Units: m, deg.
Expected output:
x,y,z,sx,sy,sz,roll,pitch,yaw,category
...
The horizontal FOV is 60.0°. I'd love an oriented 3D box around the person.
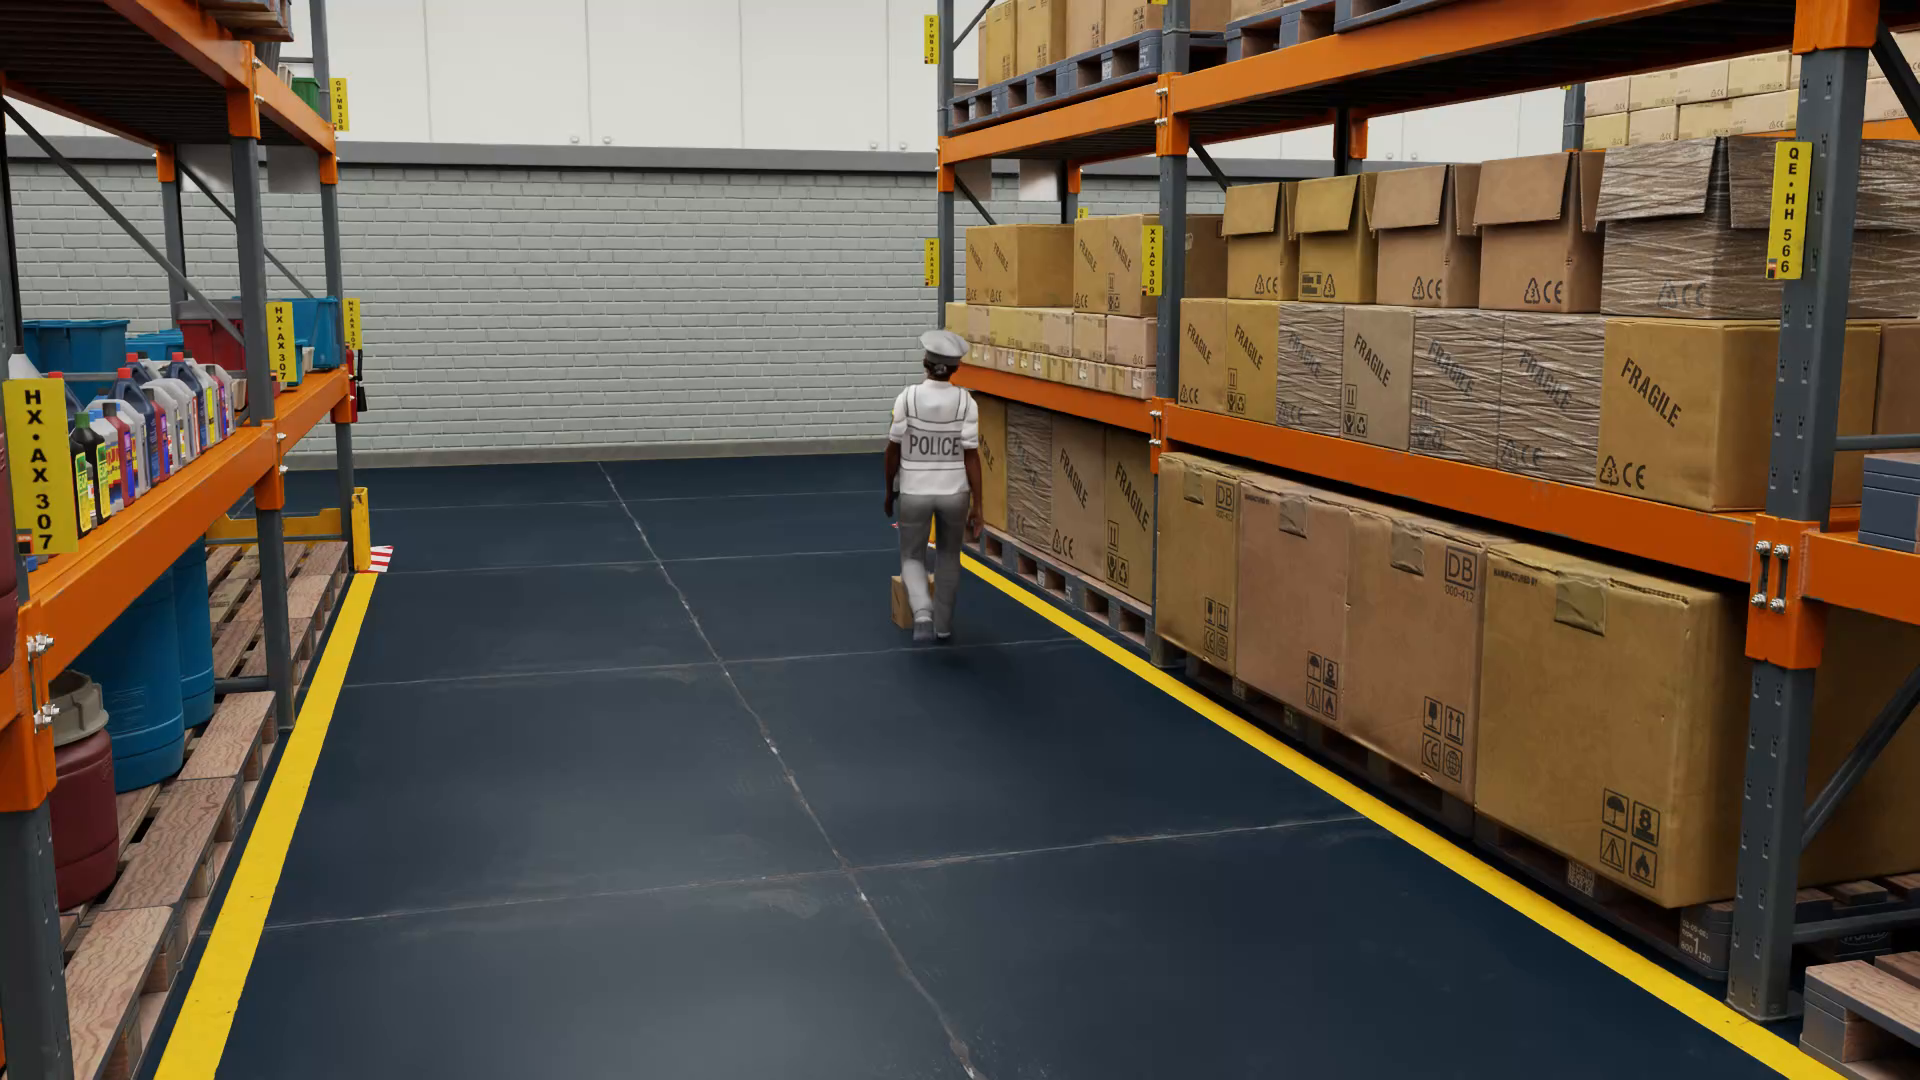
x,y,z,sx,sy,sz,roll,pitch,yaw,category
-0.159,-0.301,8.576,0.471,1.664,0.577,-1,9,-8,person
